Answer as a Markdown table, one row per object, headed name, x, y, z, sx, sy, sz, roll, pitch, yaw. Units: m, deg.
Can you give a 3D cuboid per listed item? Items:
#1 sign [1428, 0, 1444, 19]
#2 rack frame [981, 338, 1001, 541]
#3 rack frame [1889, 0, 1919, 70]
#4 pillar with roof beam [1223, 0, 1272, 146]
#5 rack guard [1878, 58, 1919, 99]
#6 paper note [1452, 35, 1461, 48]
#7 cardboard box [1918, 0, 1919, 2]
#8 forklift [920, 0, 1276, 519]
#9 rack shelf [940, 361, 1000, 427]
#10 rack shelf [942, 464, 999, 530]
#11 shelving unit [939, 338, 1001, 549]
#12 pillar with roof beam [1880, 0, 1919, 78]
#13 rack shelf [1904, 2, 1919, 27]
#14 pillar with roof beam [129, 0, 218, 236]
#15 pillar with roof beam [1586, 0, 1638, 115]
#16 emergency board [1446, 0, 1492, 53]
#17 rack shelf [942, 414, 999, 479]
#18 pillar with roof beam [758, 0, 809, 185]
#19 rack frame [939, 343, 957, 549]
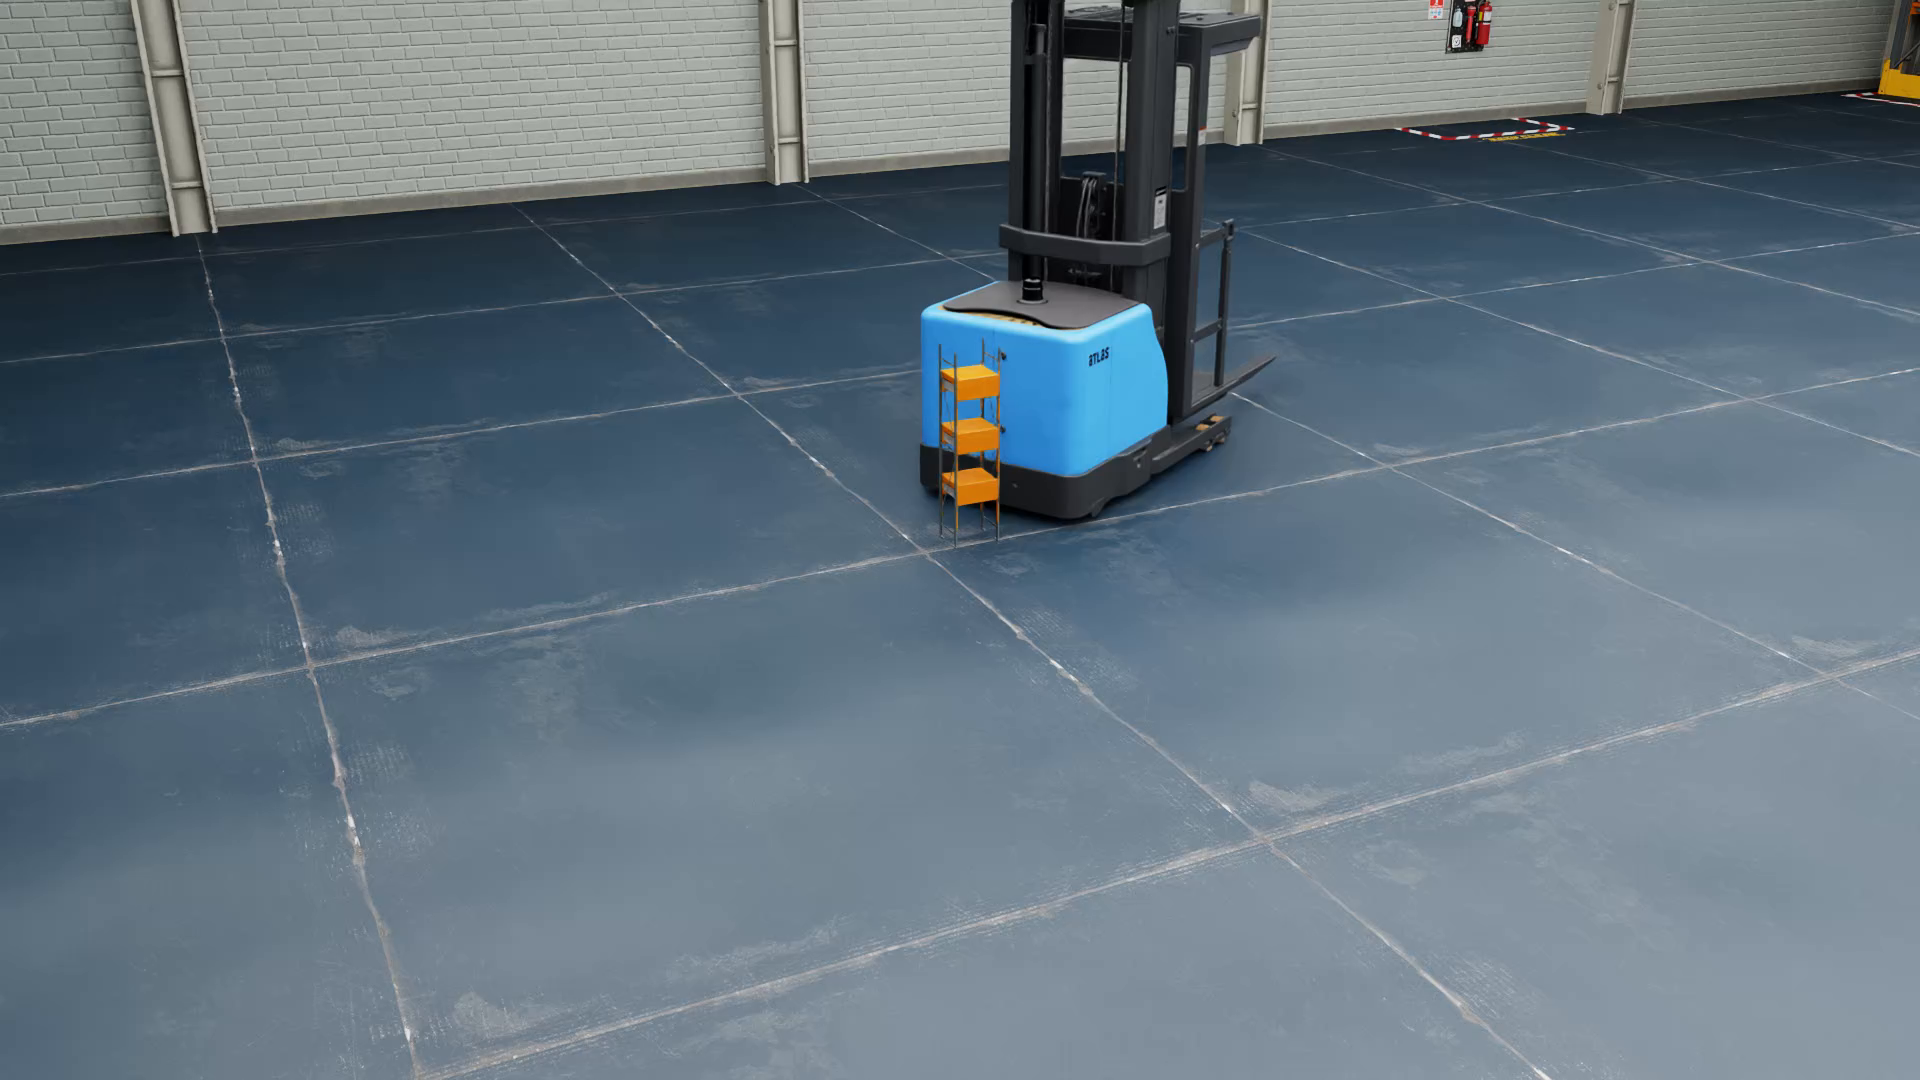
| name | x | y | z | sx | sy | sz | roll | pitch | yaw |
| --- | --- | --- | --- | --- | --- | --- | --- | --- | --- |
| sign | 6.132 | -6.880 | 21.402 | 0.234 | 0.329 | 0.001 | -10 | 25 | -24 |
| rack frame | 0.158 | -0.514 | 8.620 | 0.008 | 1.050 | 0.200 | -10 | 25 | -24 |
| rack frame | 14.069 | -7.898 | 23.907 | 0.127 | 3.000 | 1.000 | -10 | 25 | -24 |
| pillar with roof beam | 5.379 | -7.610 | 15.368 | 0.400 | 9.000 | 9.100 | -10 | 25 | -24 |
| rack guard | 14.137 | -6.755 | 24.416 | 0.348 | 0.500 | 1.175 | -10 | 25 | -24 |
| paper note | 6.485 | -6.507 | 21.700 | 0.142 | 0.148 | 0.016 | -10 | 25 | -24 |
| cardboard box | 14.406 | -7.982 | 24.281 | 0.500 | 0.250 | 0.500 | -10 | 25 | -23 |
| forklift | 1.008 | -1.977 | 9.693 | 1.130 | 2.935 | 3.031 | 14 | 26 | 31 |
| rack shelf | 0.048 | -0.746 | 8.466 | 0.240 | 0.259 | 0.215 | -10 | 25 | -24 |
| rack shelf | 0.048 | -0.227 | 8.681 | 0.240 | 0.259 | 0.215 | -10 | 25 | -24 |
| shelving unit | 0.048 | -0.494 | 8.571 | 0.252 | 1.050 | 0.215 | -10 | 25 | -24 |
| pillar with roof beam | 16.191 | -9.600 | 20.176 | 0.400 | 9.000 | 9.100 | -10 | 25 | -24 |
| rack shelf | 15.871 | -7.897 | 24.846 | 4.000 | 0.370 | 1.077 | -10 | 25 | -24 |
| pillar with roof beam | -5.434 | -5.619 | 10.559 | 0.400 | 9.000 | 9.100 | -10 | 25 | -24 |
| pillar with roof beam | 10.785 | -8.605 | 17.772 | 0.400 | 9.000 | 9.100 | -10 | 25 | -24 |
| emergency board | 6.675 | -6.920 | 21.545 | 0.643 | 1.169 | 0.194 | -10 | 25 | -24 |
| rack shelf | 0.048 | -0.484 | 8.575 | 0.240 | 0.259 | 0.215 | -10 | 25 | -24 |
| pillar with roof beam | -0.028 | -6.614 | 12.963 | 0.400 | 9.000 | 9.100 | -10 | 25 | -24 |
| rack frame | -0.062 | -0.474 | 8.522 | 0.008 | 1.050 | 0.200 | -10 | 25 | -24 |
